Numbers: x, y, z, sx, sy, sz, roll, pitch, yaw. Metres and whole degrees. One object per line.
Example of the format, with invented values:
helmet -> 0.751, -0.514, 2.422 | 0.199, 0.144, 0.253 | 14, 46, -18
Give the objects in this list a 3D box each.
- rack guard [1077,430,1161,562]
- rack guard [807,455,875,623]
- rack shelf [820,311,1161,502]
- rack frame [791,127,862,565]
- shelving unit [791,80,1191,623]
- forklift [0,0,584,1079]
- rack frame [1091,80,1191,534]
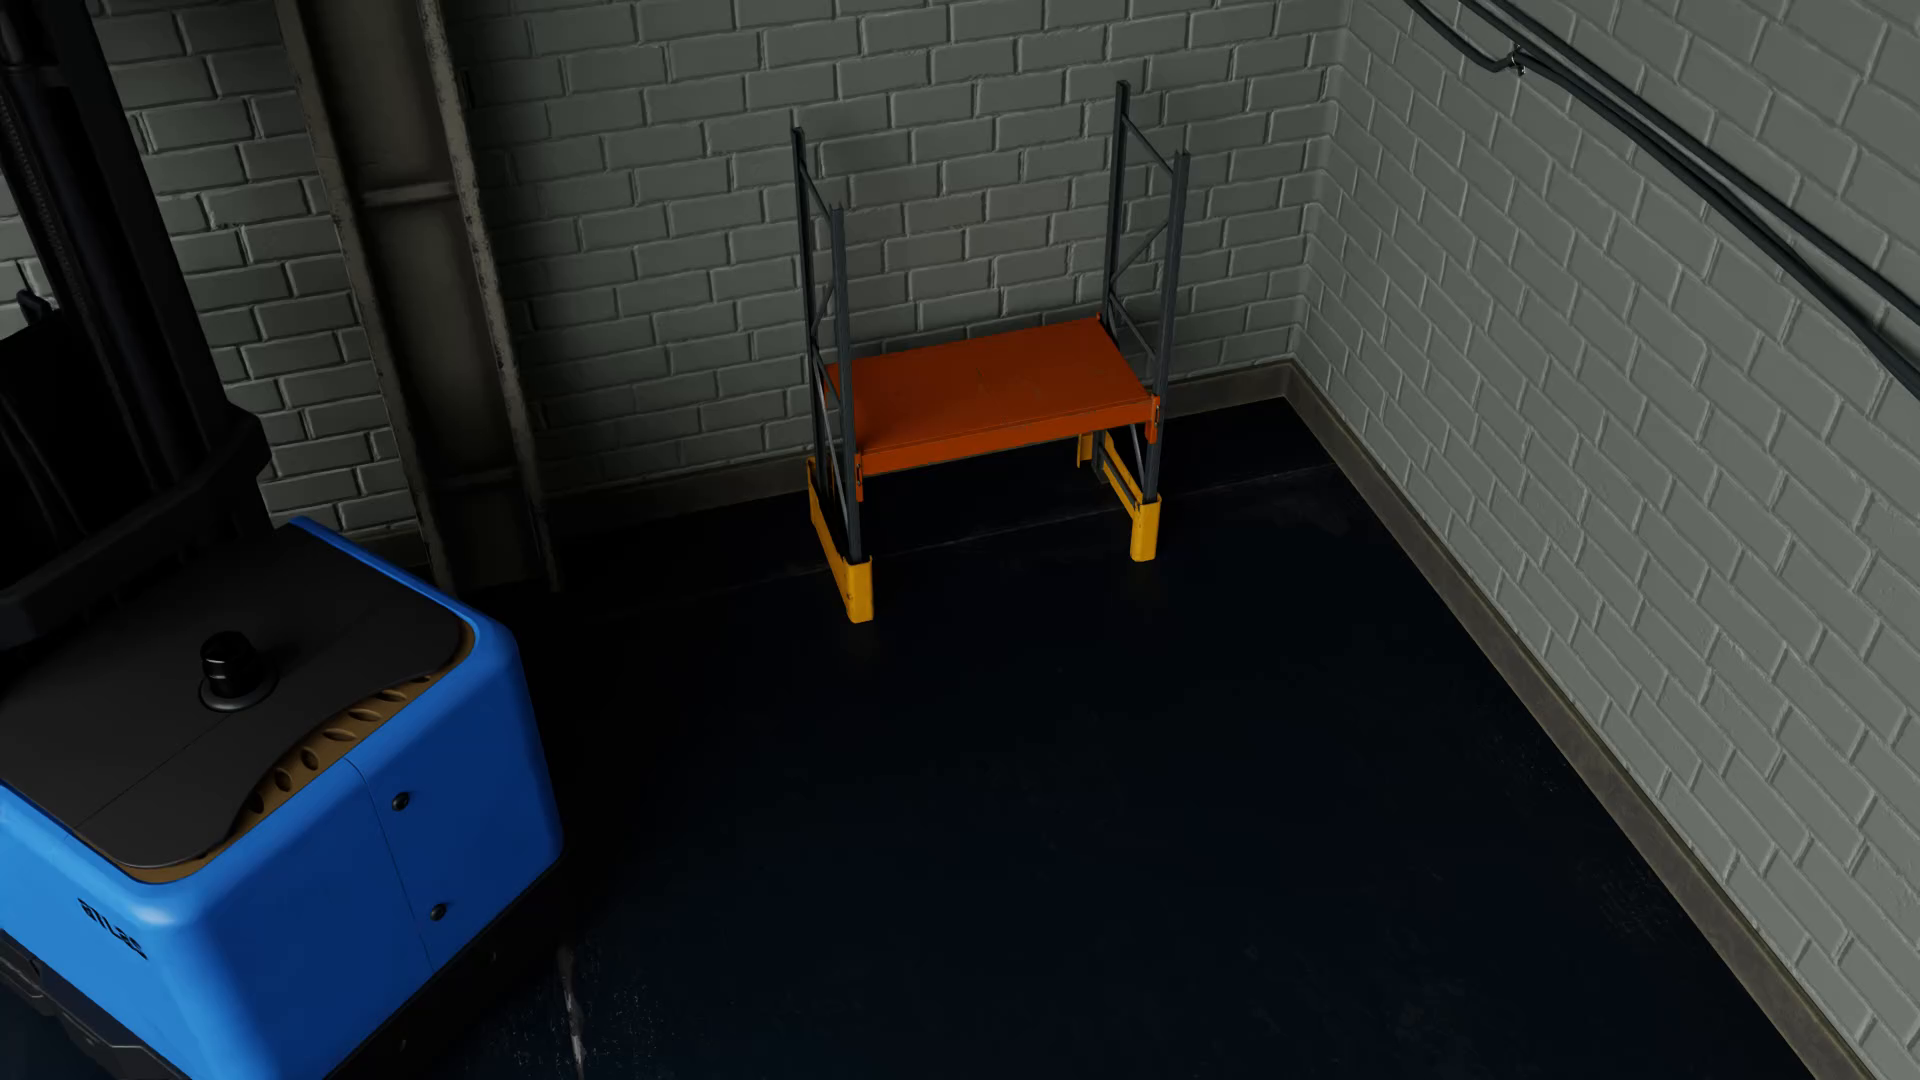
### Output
rack guard -> 0.548, -0.208, 5.798 | 0.087, 0.250, 0.587 | -12, 42, -13
rack guard -> -0.402, -0.011, 5.572 | 0.087, 0.250, 0.587 | -12, 42, -13
rack shelf -> 0.081, -0.446, 5.394 | 1.000, 0.185, 0.538 | -12, 42, -13
rack frame -> -0.404, -0.481, 5.161 | 0.032, 1.500, 0.500 | -12, 42, -13
shelving unit -> 0.073, -0.580, 5.274 | 1.083, 1.500, 0.587 | -12, 42, -13
forklift -> -2.530, -0.359, 3.934 | 3.031, 2.935, 1.130 | 24, 46, 25
rack frame -> 0.566, -0.682, 5.391 | 0.032, 1.500, 0.500 | -12, 42, -13
